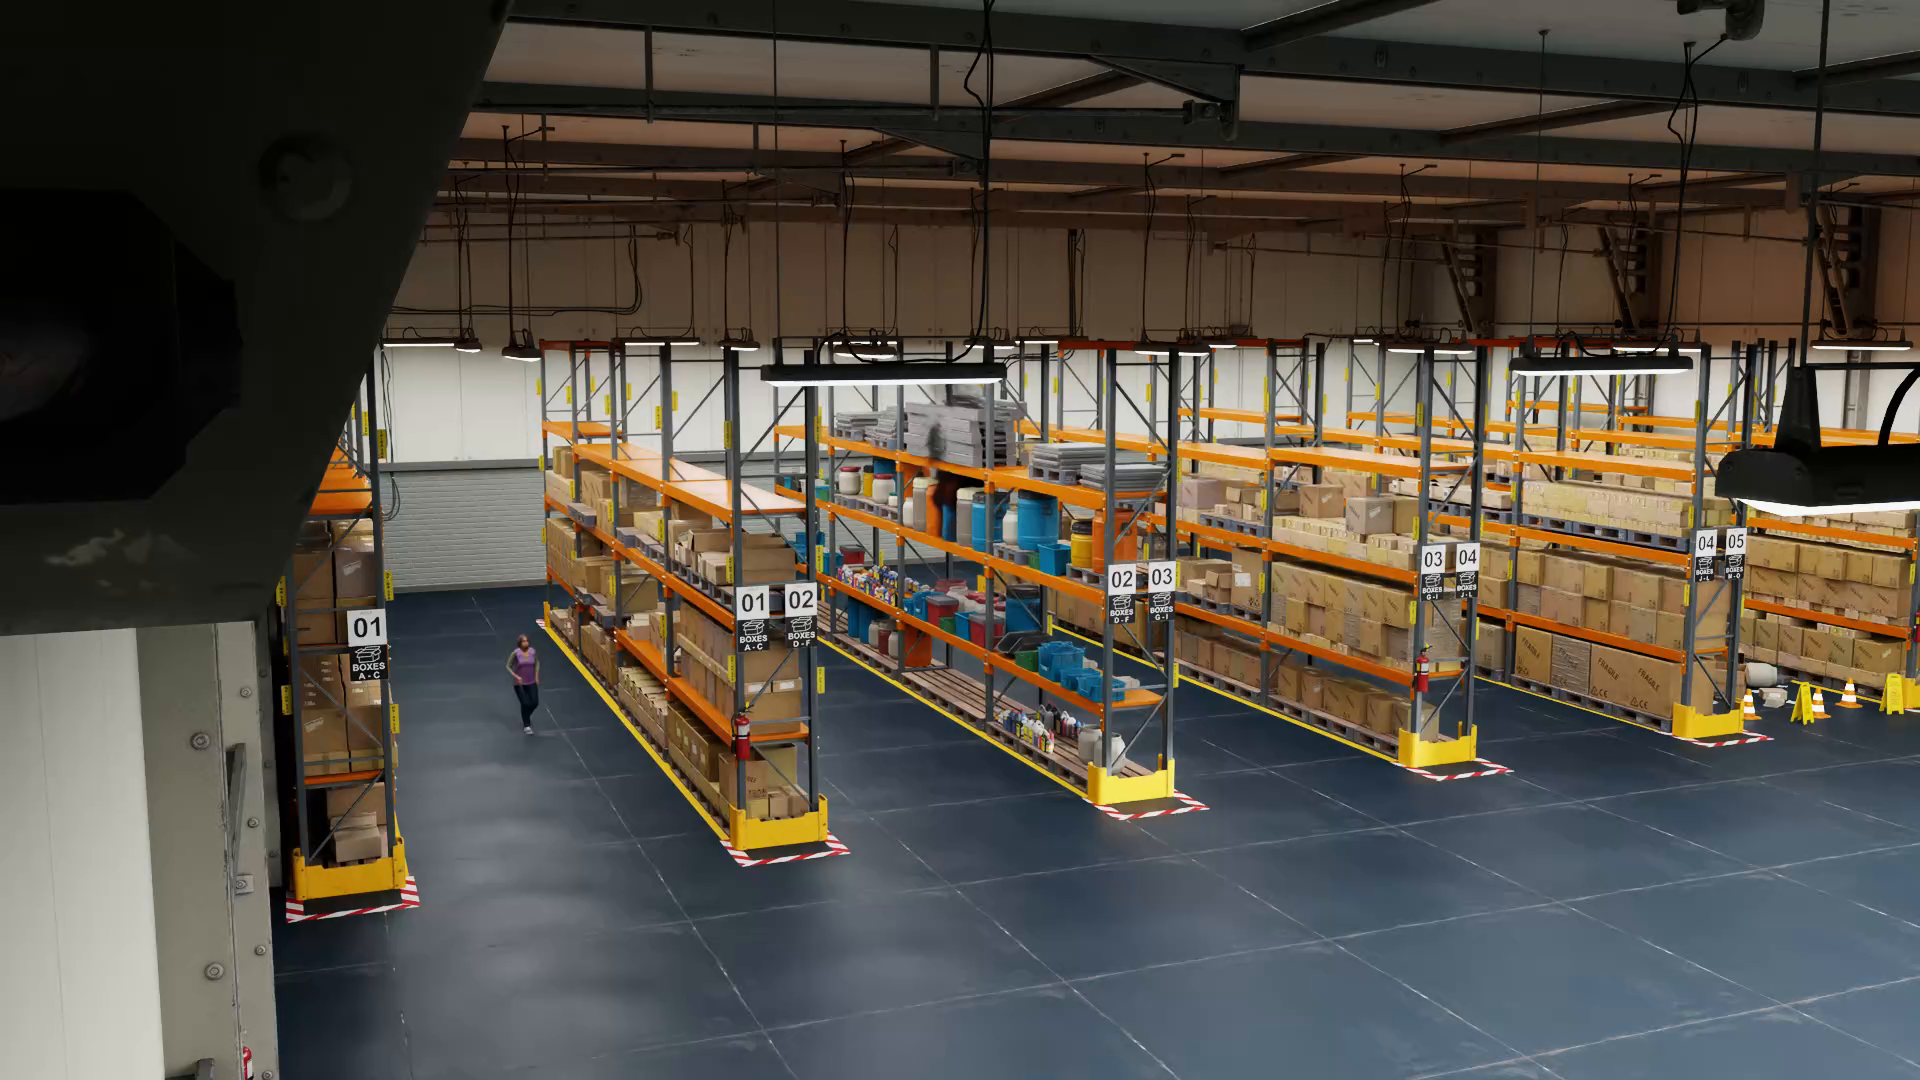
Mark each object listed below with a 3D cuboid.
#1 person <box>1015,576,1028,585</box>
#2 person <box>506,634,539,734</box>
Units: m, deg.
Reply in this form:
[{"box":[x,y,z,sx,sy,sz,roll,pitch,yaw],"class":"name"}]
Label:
[{"box":[1.119,1.344,30.814,0.539,1.551,0.833,-5,9,-33],"class":"person"},{"box":[-6.751,2.222,25.743,0.546,1.564,0.541,-4,9,-31],"class":"person"}]
